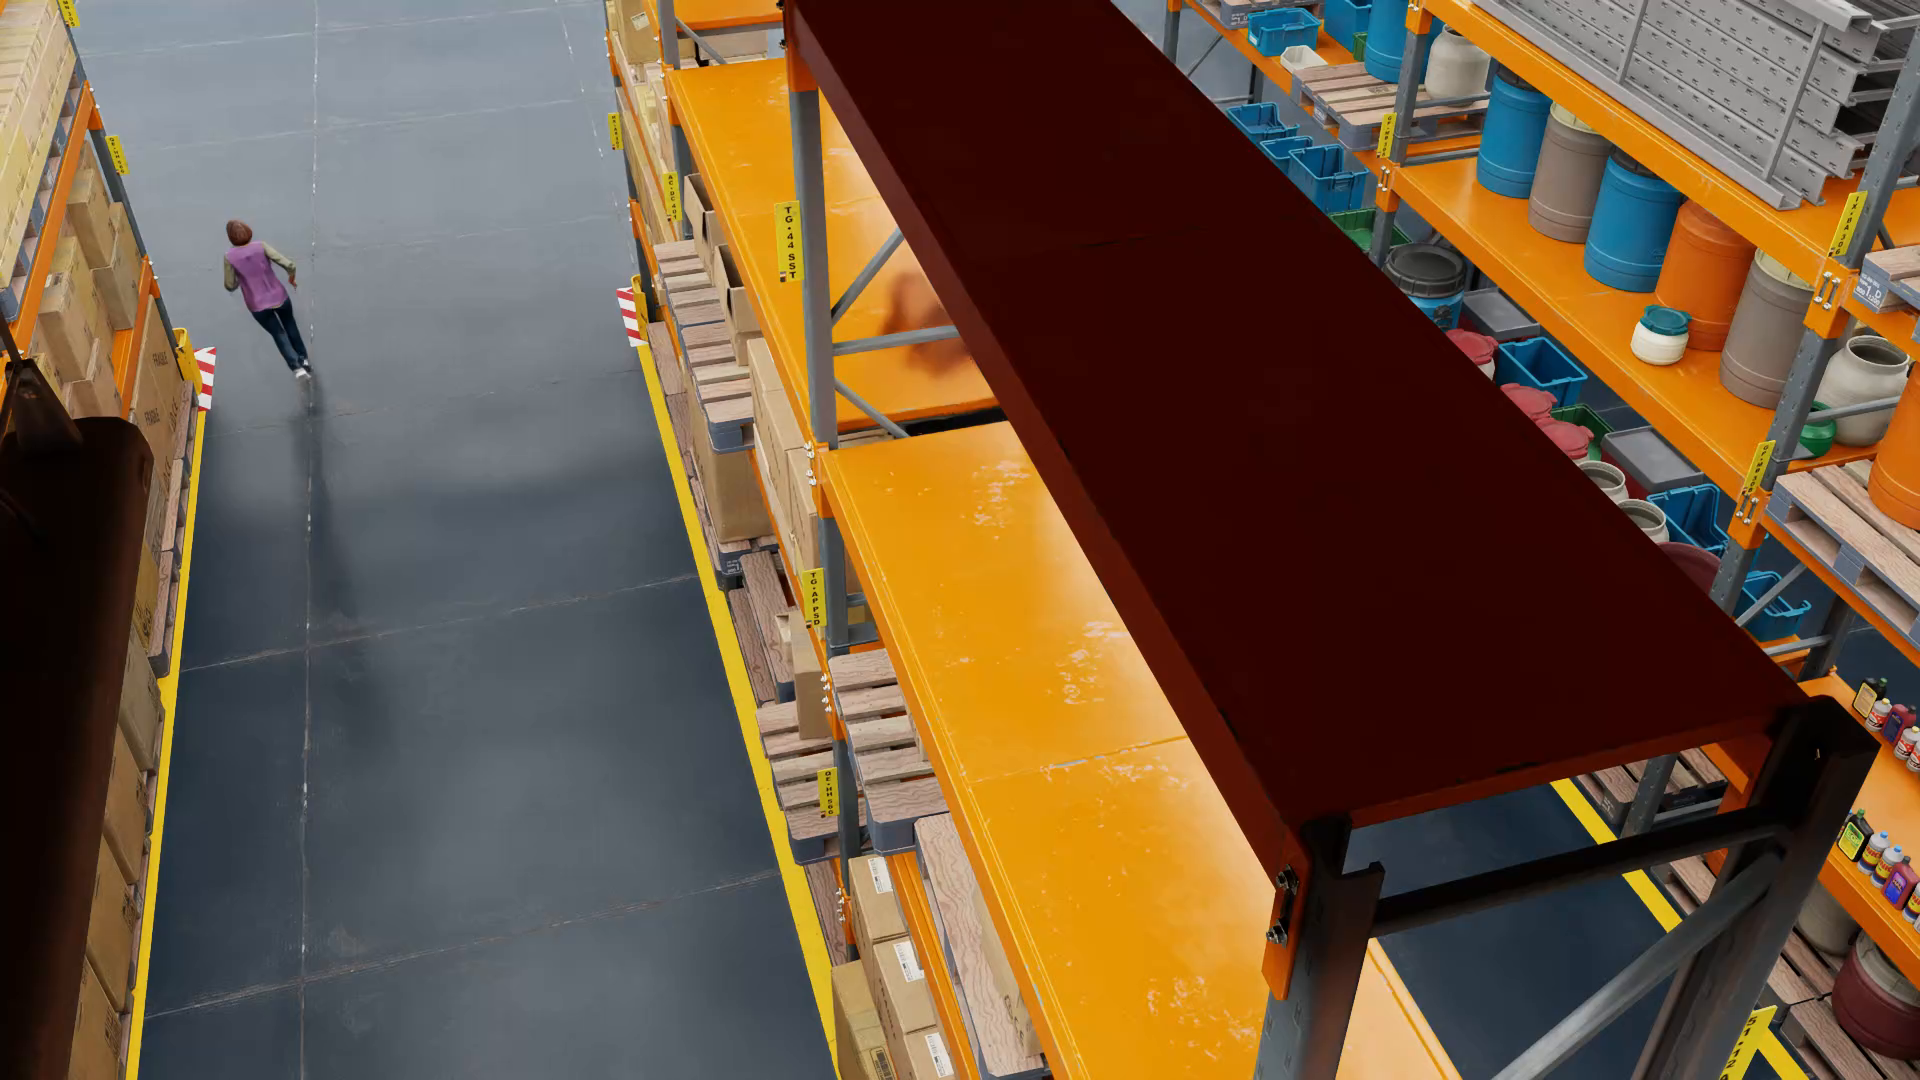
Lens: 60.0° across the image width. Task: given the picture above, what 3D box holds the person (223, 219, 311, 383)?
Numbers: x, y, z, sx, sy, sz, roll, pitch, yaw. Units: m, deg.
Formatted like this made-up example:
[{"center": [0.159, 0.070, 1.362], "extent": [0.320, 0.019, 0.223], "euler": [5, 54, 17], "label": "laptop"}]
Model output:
[{"center": [-5.864, -1.984, 14.094], "extent": [0.576, 1.583, 0.777], "euler": [-20, 43, -23], "label": "person"}]

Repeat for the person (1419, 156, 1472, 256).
[{"center": [4.369, -2.767, 15.006], "extent": [0.576, 1.617, 0.573], "euler": [-11, 40, -13], "label": "person"}]
